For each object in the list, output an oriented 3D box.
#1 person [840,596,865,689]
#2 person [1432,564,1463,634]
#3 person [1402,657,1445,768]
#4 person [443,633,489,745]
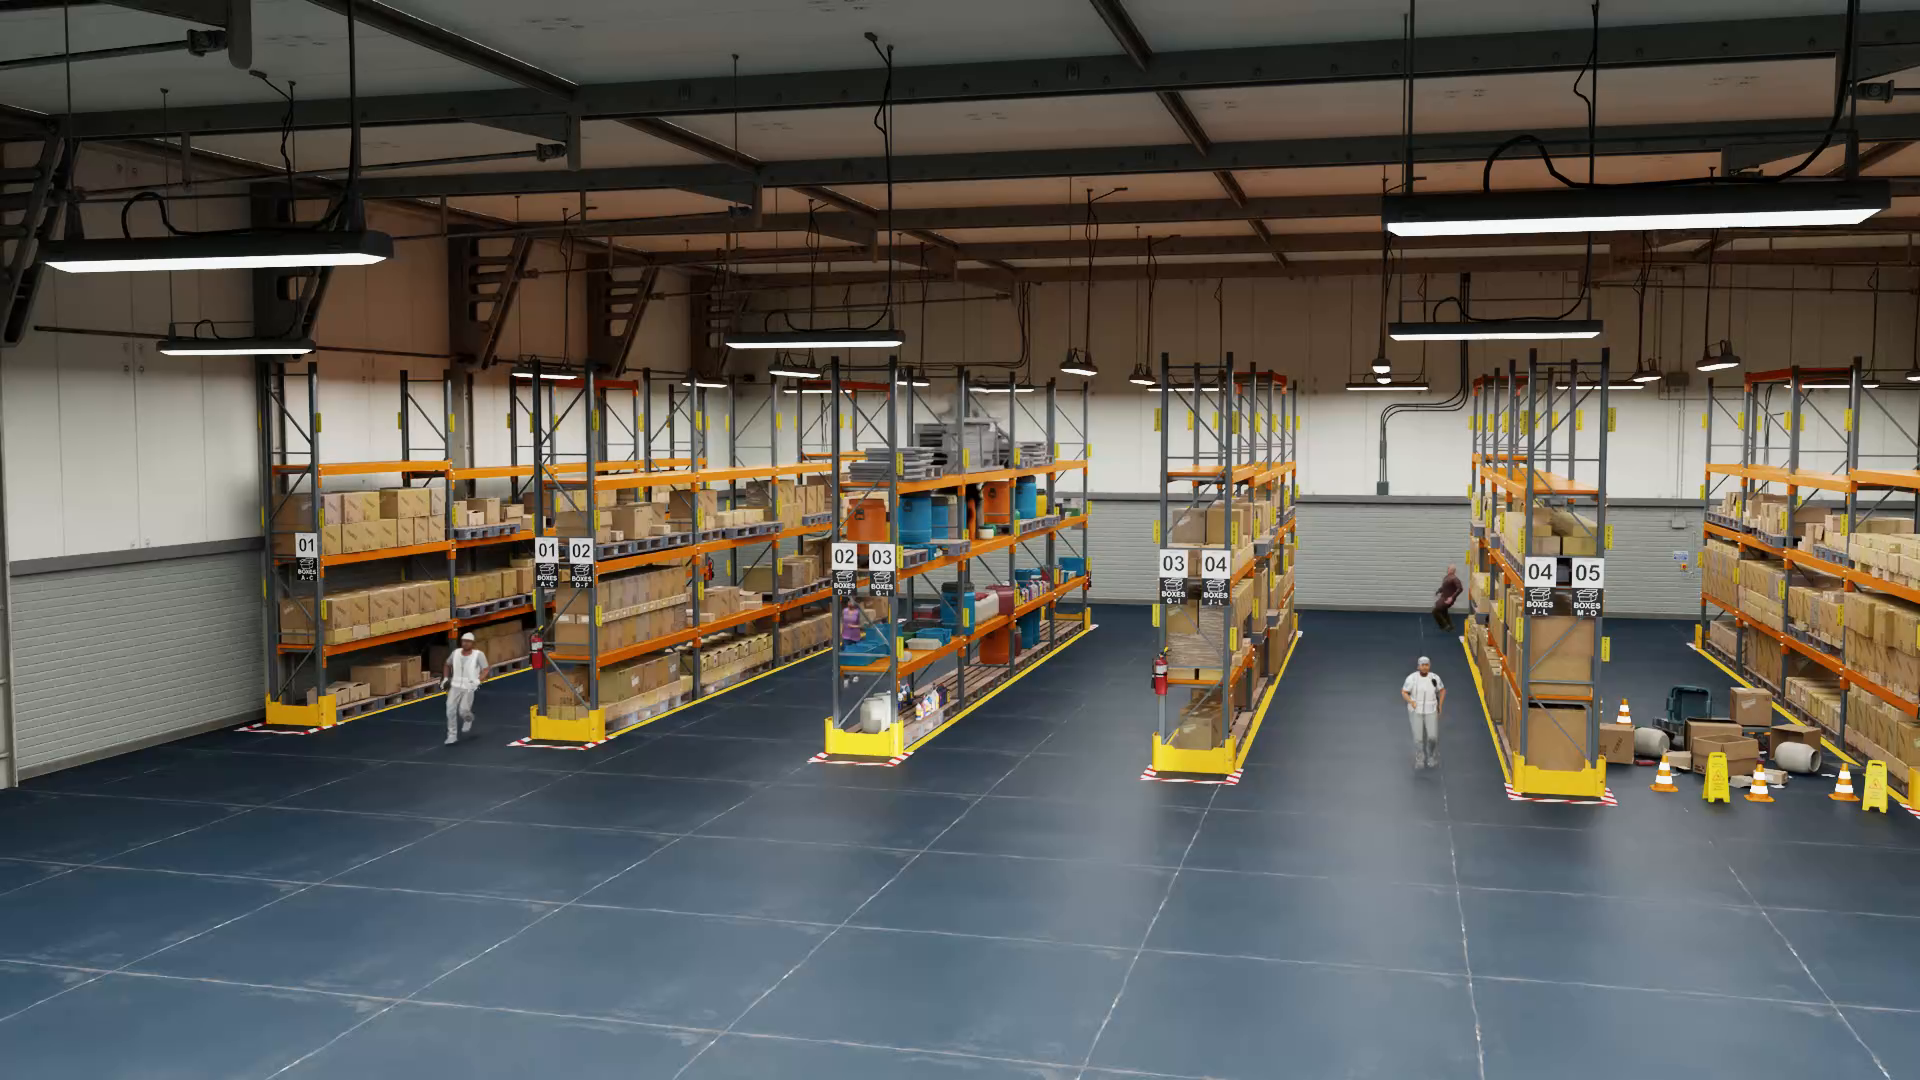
[{"bbox_3d":[-1.964,1.827,29.827,0.487,1.671,0.672,0,4,6],"label":"person"},{"bbox_3d":[11.530,1.410,39.387,0.683,1.695,0.797,1,4,14],"label":"person"},{"bbox_3d":[6.687,2.495,23.993,0.615,1.632,0.573,1,4,13],"label":"person"},{"bbox_3d":[-7.770,2.312,26.107,0.727,1.731,0.726,0,4,4],"label":"person"}]
